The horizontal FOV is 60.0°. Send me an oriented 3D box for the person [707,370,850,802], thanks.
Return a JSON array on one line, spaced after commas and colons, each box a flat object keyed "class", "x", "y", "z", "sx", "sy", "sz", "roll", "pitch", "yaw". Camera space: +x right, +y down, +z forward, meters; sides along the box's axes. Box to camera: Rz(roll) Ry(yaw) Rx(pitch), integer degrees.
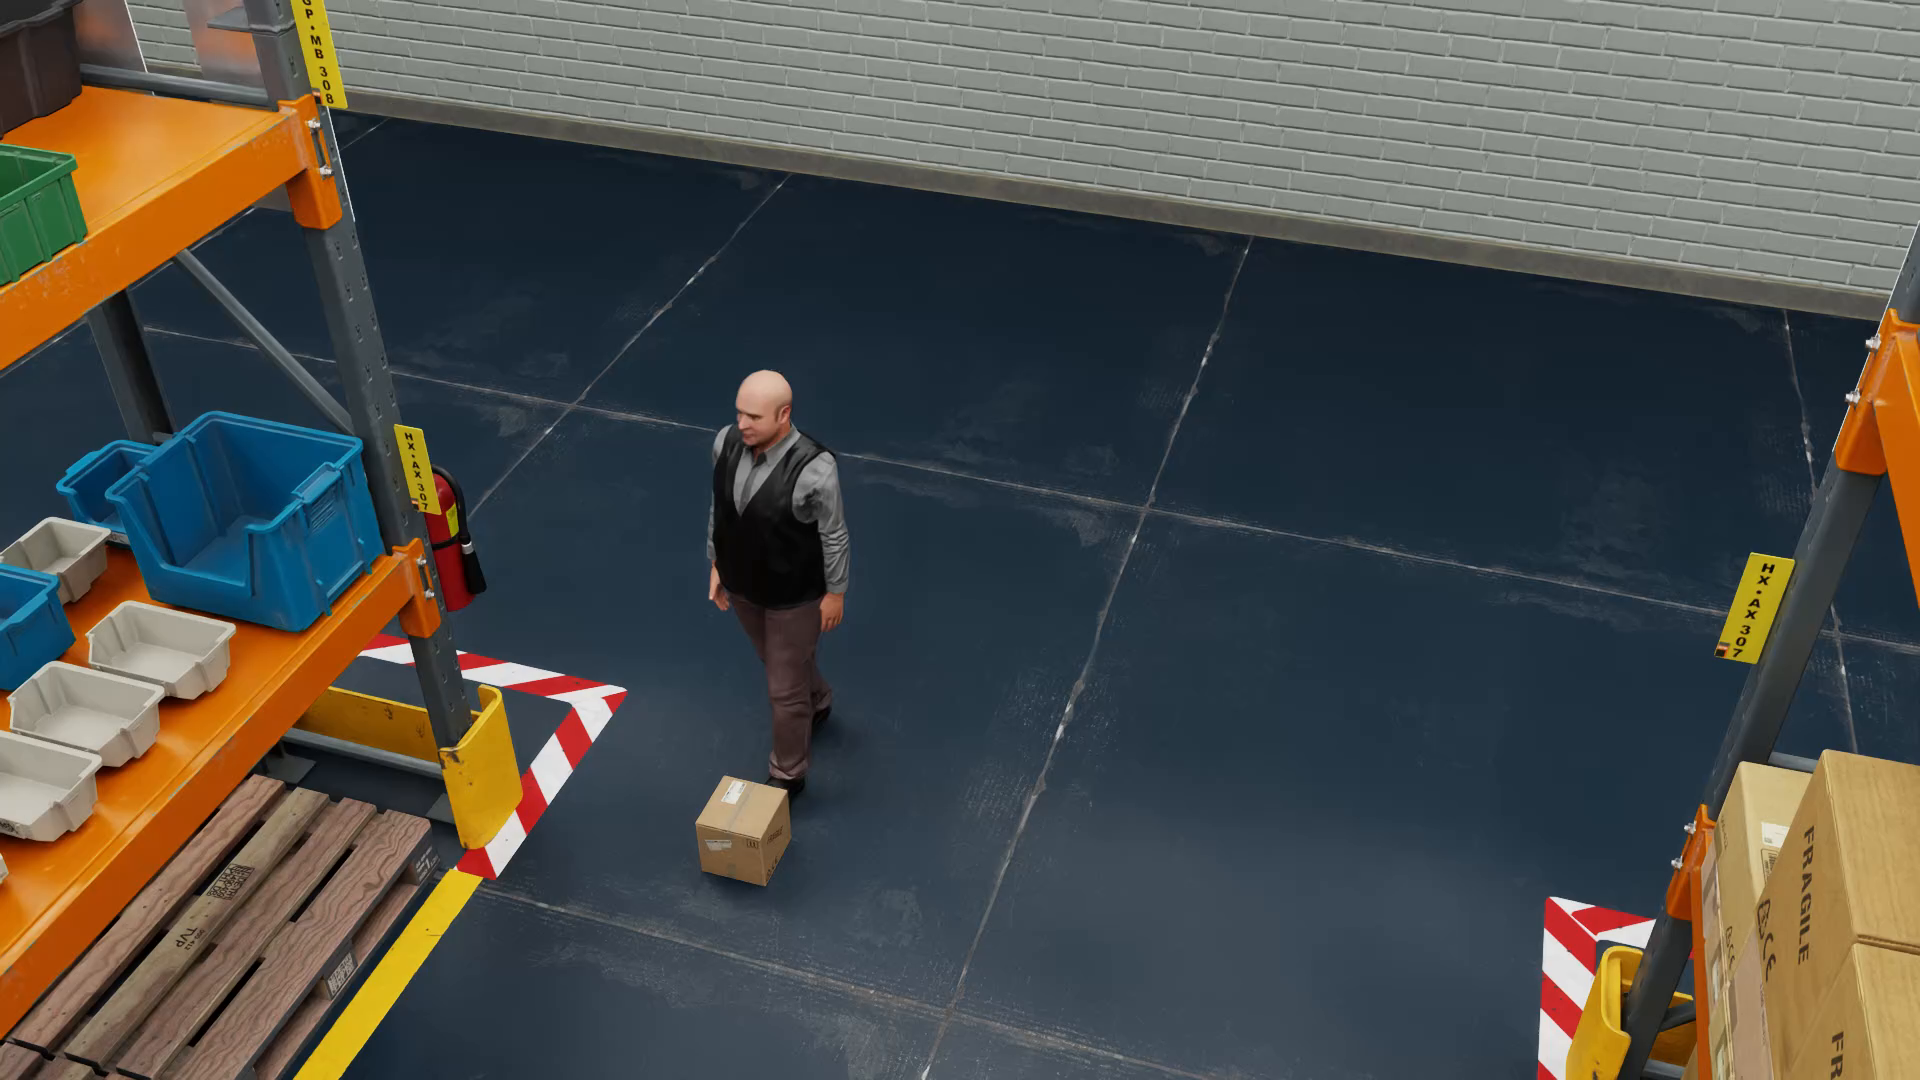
[{"class": "person", "x": -0.677, "y": 0.172, "z": 5.929, "sx": 0.544, "sy": 1.719, "sz": 0.655, "roll": 23, "pitch": 43, "yaw": 28}]
